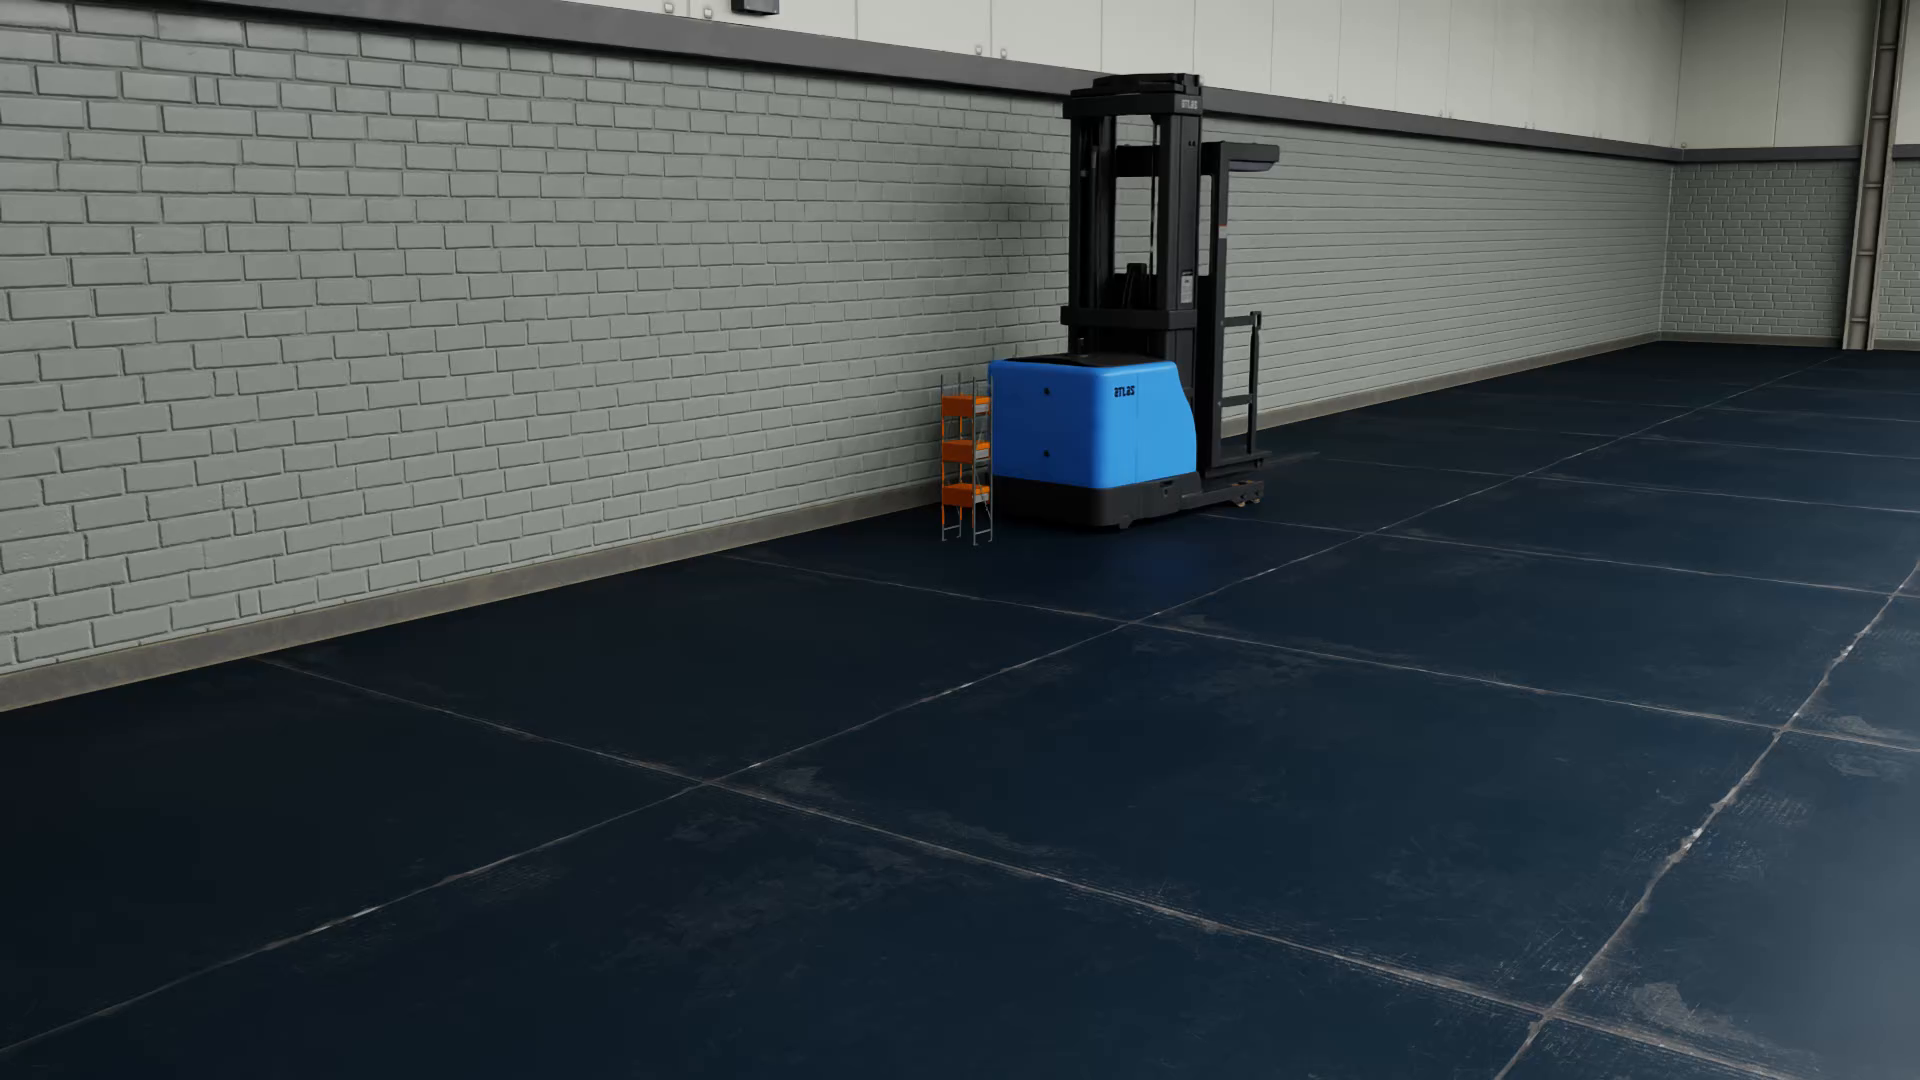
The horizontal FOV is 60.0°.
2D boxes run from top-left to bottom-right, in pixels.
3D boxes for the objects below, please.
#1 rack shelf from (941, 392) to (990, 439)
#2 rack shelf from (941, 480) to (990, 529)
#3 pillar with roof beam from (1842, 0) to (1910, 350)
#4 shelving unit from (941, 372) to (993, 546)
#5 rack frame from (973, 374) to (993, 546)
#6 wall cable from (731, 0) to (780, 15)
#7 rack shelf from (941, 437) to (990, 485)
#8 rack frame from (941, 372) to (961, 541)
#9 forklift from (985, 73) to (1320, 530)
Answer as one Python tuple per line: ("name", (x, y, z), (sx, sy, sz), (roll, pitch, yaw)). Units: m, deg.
("rack shelf", (0.043, -0.778, 10.347), (0.240, 0.259, 0.215), (8, 13, 36))
("rack shelf", (0.043, -0.226, 10.454), (0.240, 0.259, 0.215), (8, 13, 36))
("pillar with roof beam", (11.449, -6.738, 21.664), (0.400, 9.000, 9.100), (8, 13, 36))
("shelving unit", (0.043, -0.509, 10.399), (0.252, 1.050, 0.215), (8, 13, 36))
("rack frame", (0.141, -0.496, 10.328), (0.008, 1.050, 0.200), (8, 13, 36))
("wall cable", (-0.607, -6.229, 10.083), (0.169, 6.003, 2.305), (8, 13, 36))
("rack shelf", (0.043, -0.499, 10.401), (0.240, 0.259, 0.215), (8, 13, 36))
("rack frame", (-0.055, -0.523, 10.470), (0.008, 1.050, 0.200), (8, 13, 36))
("forklift", (1.527, -1.728, 11.745), (1.130, 2.935, 3.031), (10, 15, 41))
